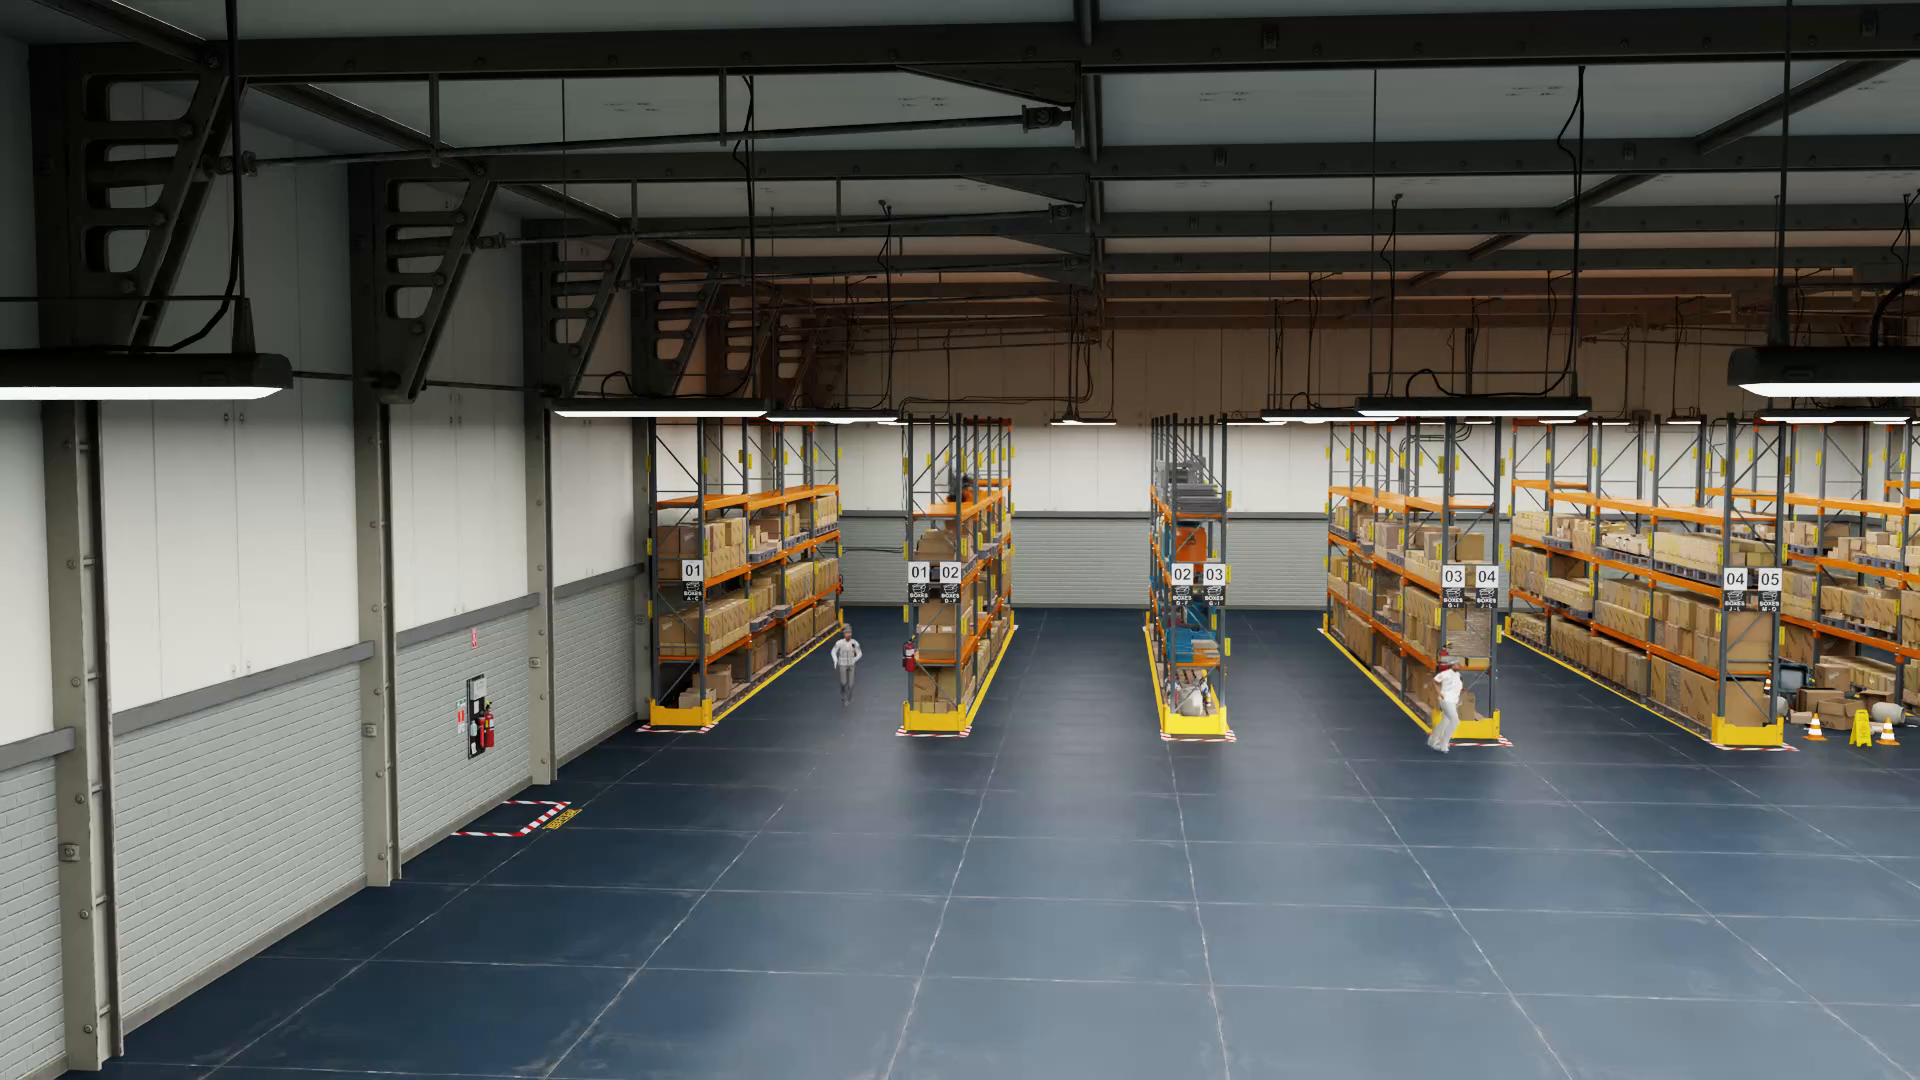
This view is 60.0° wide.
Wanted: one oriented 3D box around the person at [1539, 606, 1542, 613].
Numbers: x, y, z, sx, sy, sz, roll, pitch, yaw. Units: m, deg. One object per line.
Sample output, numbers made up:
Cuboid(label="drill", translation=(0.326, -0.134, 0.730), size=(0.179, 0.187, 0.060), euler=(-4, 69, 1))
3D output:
Cuboid(label="person", translation=(16.595, 1.721, 47.039), size=(0.674, 1.662, 0.602), euler=(-3, 5, -41))

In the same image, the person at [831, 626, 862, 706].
Cuboid(label="person", translation=(-2.311, 2.591, 34.131), size=(0.615, 1.658, 0.541), euler=(-1, 4, -10))

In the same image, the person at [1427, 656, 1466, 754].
Cuboid(label="person", translation=(8.667, 2.909, 29.540), size=(0.665, 1.718, 0.621), euler=(4, 5, 42))
